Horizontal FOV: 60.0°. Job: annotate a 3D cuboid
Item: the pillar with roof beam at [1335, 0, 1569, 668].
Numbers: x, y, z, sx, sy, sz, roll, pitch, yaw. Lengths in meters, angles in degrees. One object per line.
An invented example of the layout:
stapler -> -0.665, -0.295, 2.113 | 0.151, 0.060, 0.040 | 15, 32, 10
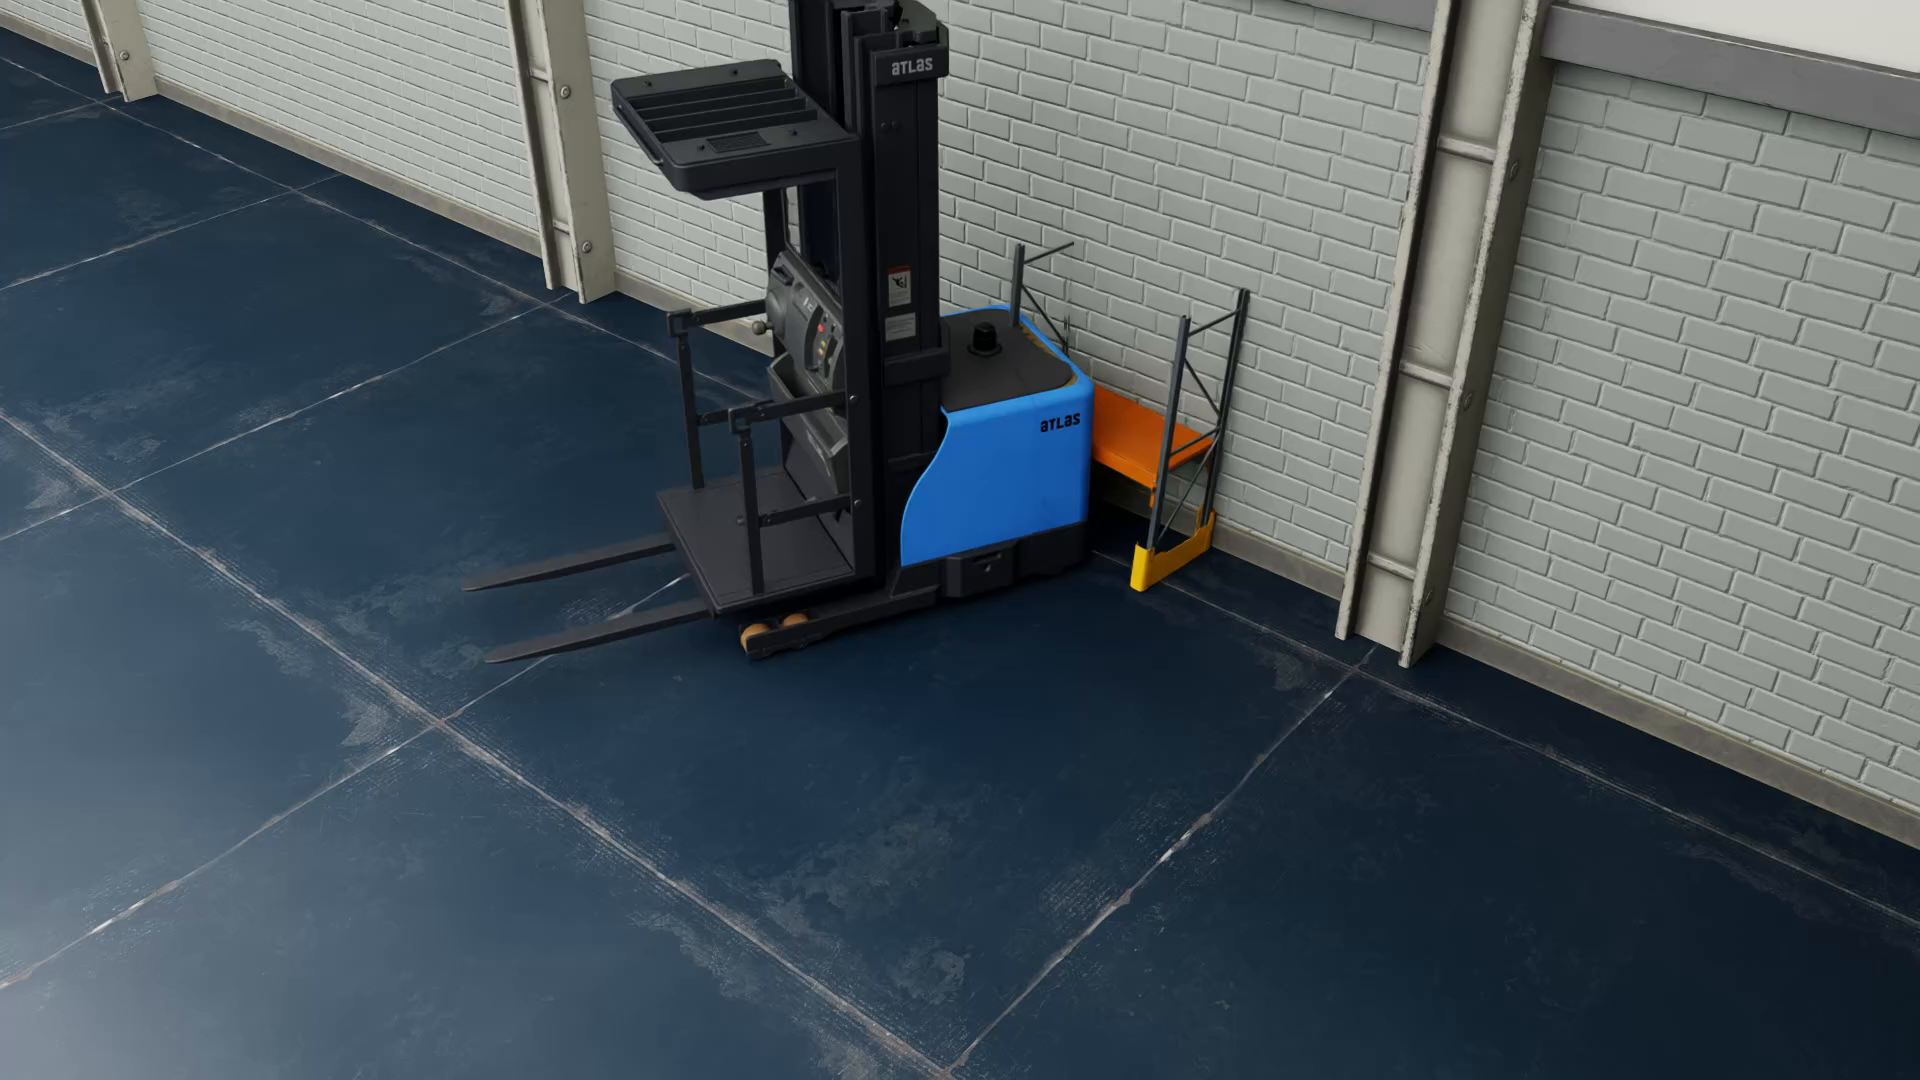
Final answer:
pillar with roof beam -> -0.687, -1.365, 2.789 | 0.400, 9.000, 9.100 | 25, 42, 32

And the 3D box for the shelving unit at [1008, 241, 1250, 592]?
shelving unit -> 0.767, -0.693, 8.405 | 1.083, 1.500, 0.587 | 30, 42, 33

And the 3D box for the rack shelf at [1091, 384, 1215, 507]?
rack shelf -> 0.763, -0.540, 8.500 | 1.000, 0.185, 0.538 | 30, 42, 33

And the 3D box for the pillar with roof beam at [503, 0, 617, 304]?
pillar with roof beam -> -5.298, -3.539, 5.954 | 0.400, 9.000, 9.100 | 25, 42, 32

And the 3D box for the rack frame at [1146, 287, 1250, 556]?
rack frame -> 1.140, -0.475, 8.120 | 0.032, 1.500, 0.500 | 30, 42, 33

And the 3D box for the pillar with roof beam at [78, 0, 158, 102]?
pillar with roof beam -> -9.910, -5.712, 9.118 | 0.400, 9.000, 9.100 | 25, 42, 32

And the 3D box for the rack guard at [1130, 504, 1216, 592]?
rack guard -> 1.088, 0.035, 8.478 | 0.087, 0.250, 0.587 | 30, 42, 33

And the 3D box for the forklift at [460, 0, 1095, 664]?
forklift -> -0.900, -0.985, 7.595 | 3.031, 2.935, 1.130 | -14, 37, -19

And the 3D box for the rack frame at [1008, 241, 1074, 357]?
rack frame -> 0.407, -0.903, 8.681 | 0.032, 1.500, 0.500 | 30, 42, 33
